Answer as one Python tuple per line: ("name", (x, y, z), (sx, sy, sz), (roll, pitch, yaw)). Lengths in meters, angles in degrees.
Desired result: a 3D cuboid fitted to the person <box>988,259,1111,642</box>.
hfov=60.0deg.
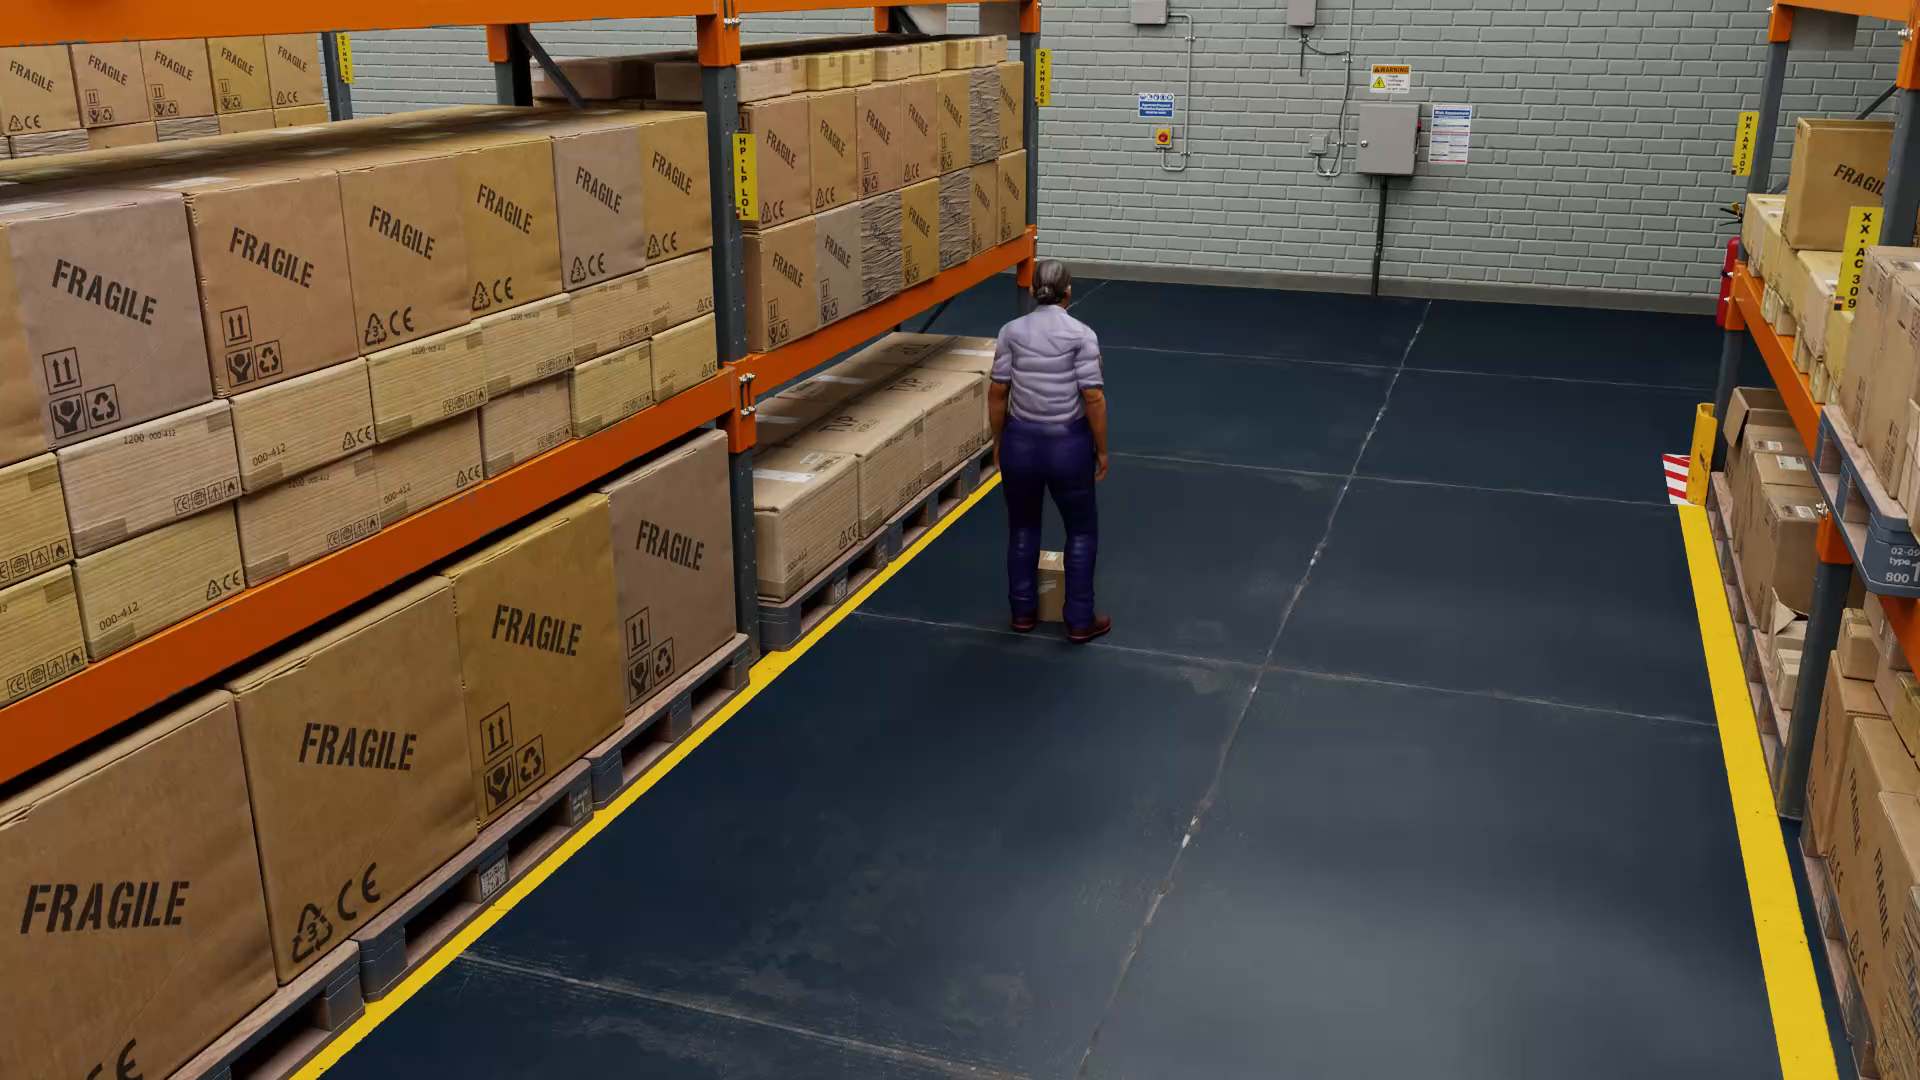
("person", (0.393, -0.381, 7.195), (0.537, 1.652, 0.415), (7, 20, 18))
